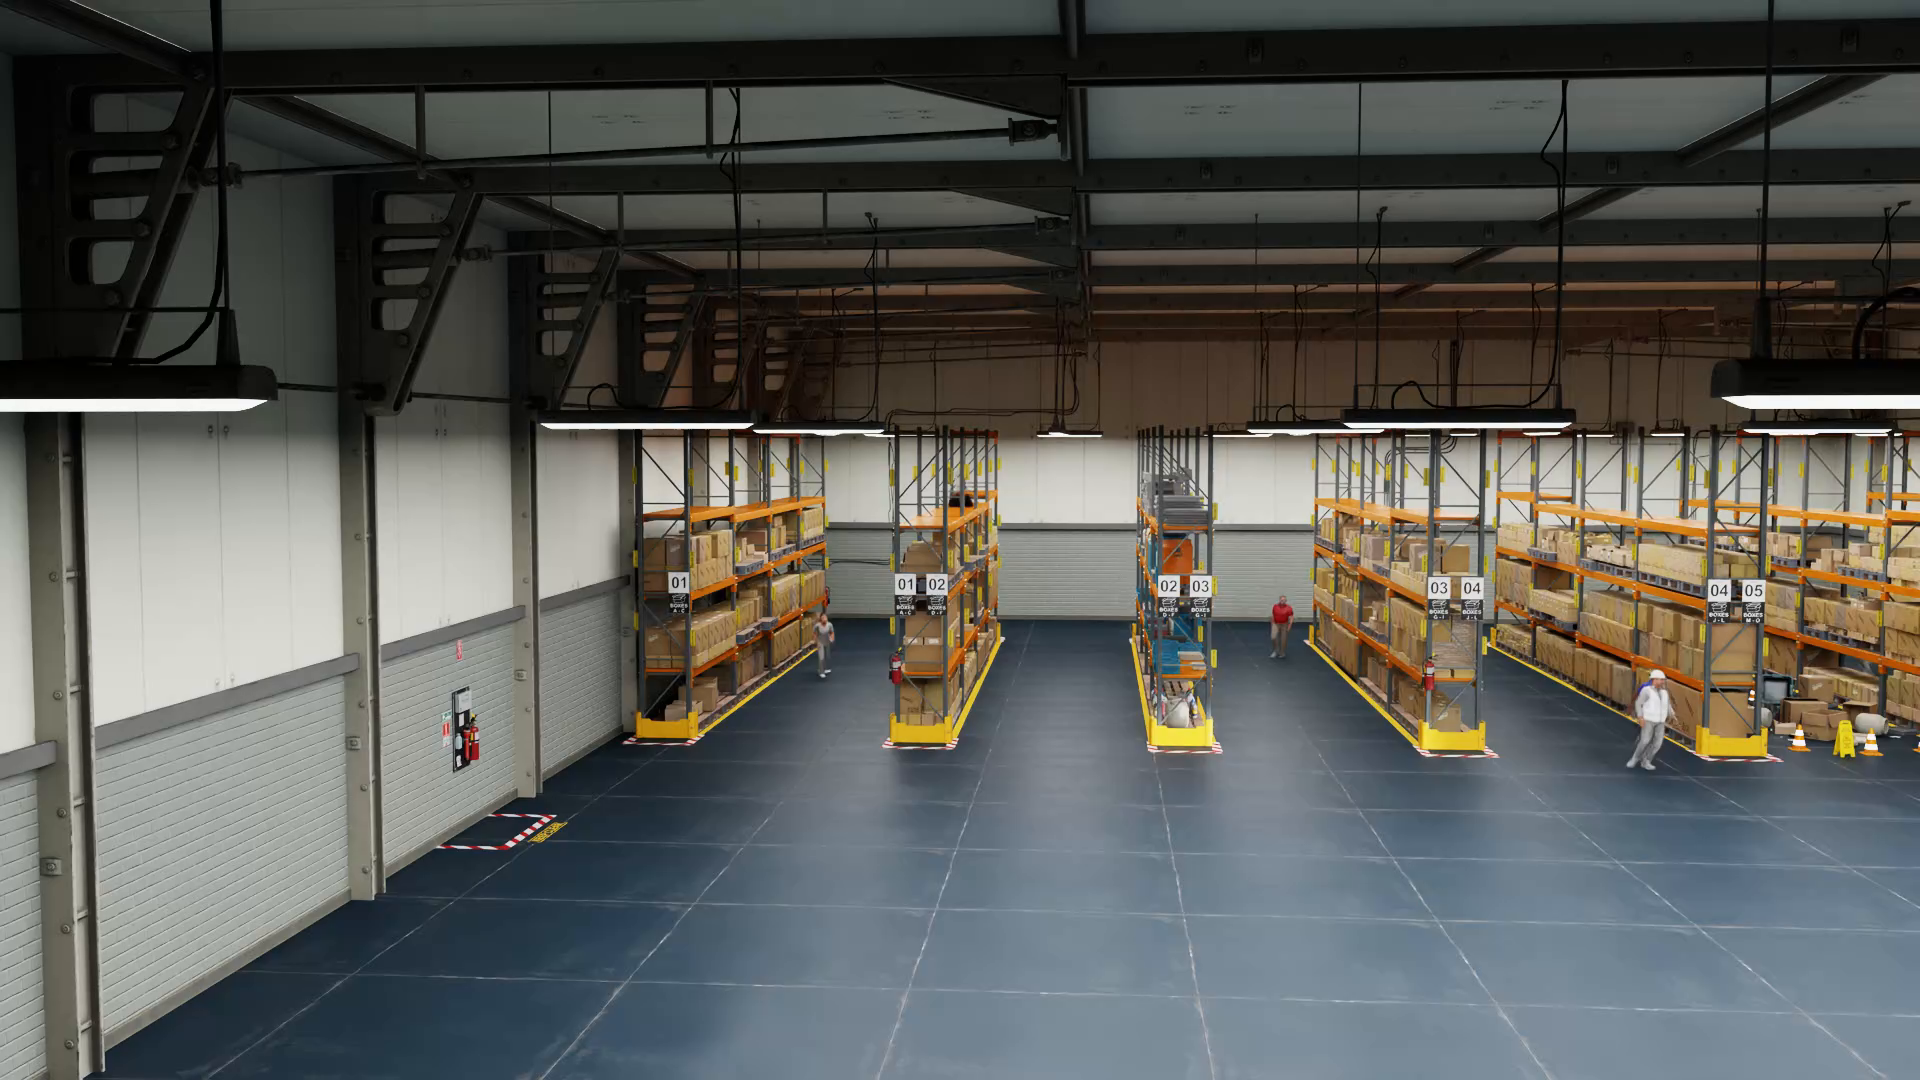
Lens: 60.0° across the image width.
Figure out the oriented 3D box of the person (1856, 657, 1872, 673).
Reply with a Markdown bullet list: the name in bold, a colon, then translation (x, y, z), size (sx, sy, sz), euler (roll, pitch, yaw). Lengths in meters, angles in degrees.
- **person**: translation (22.151, 2.528, 40.864), size (0.640, 1.532, 0.814), euler (-2, 4, -25)

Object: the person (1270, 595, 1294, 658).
- **person**: translation (8.420, 2.261, 43.488), size (0.651, 1.664, 0.768), euler (1, 4, 19)

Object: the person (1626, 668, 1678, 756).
- **person**: translation (12.483, 3.107, 29.952), size (0.554, 1.606, 0.783), euler (-2, 4, -34)

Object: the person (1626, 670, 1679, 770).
- **person**: translation (11.994, 3.129, 28.793), size (0.771, 1.761, 0.590), euler (-1, 4, -20)

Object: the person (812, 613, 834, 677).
- **person**: translation (-3.311, 2.519, 40.215), size (0.603, 1.584, 0.799), euler (-2, 4, -27)
